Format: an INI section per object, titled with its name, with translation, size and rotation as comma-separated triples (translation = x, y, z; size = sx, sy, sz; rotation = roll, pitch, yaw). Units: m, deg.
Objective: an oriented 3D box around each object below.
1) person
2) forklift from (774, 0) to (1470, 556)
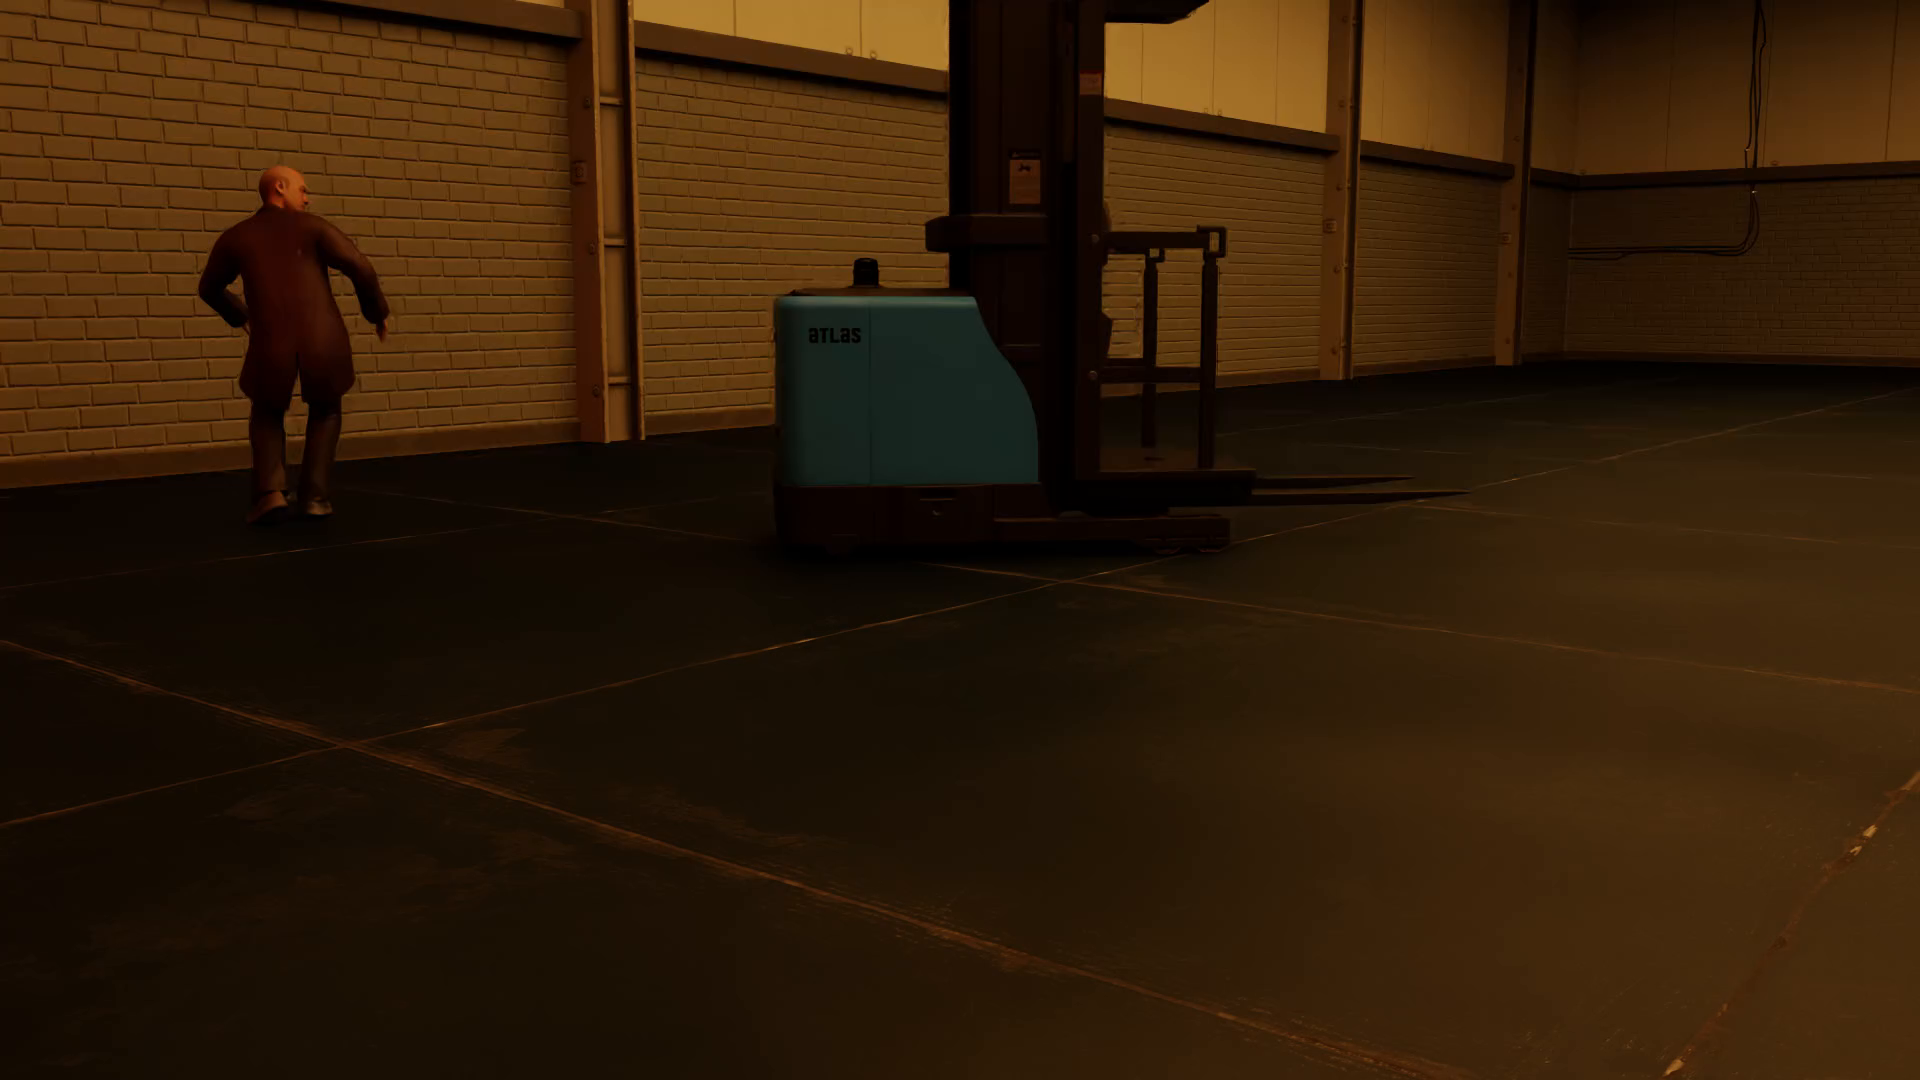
[person]
translation = -3.201, -0.938, 8.037
size = 0.863, 1.697, 0.756
rotation = -2, 9, -13
[forklift]
translation = 0.703, -1.460, 7.261
size = 3.031, 2.935, 1.130
rotation = -1, 8, -8
